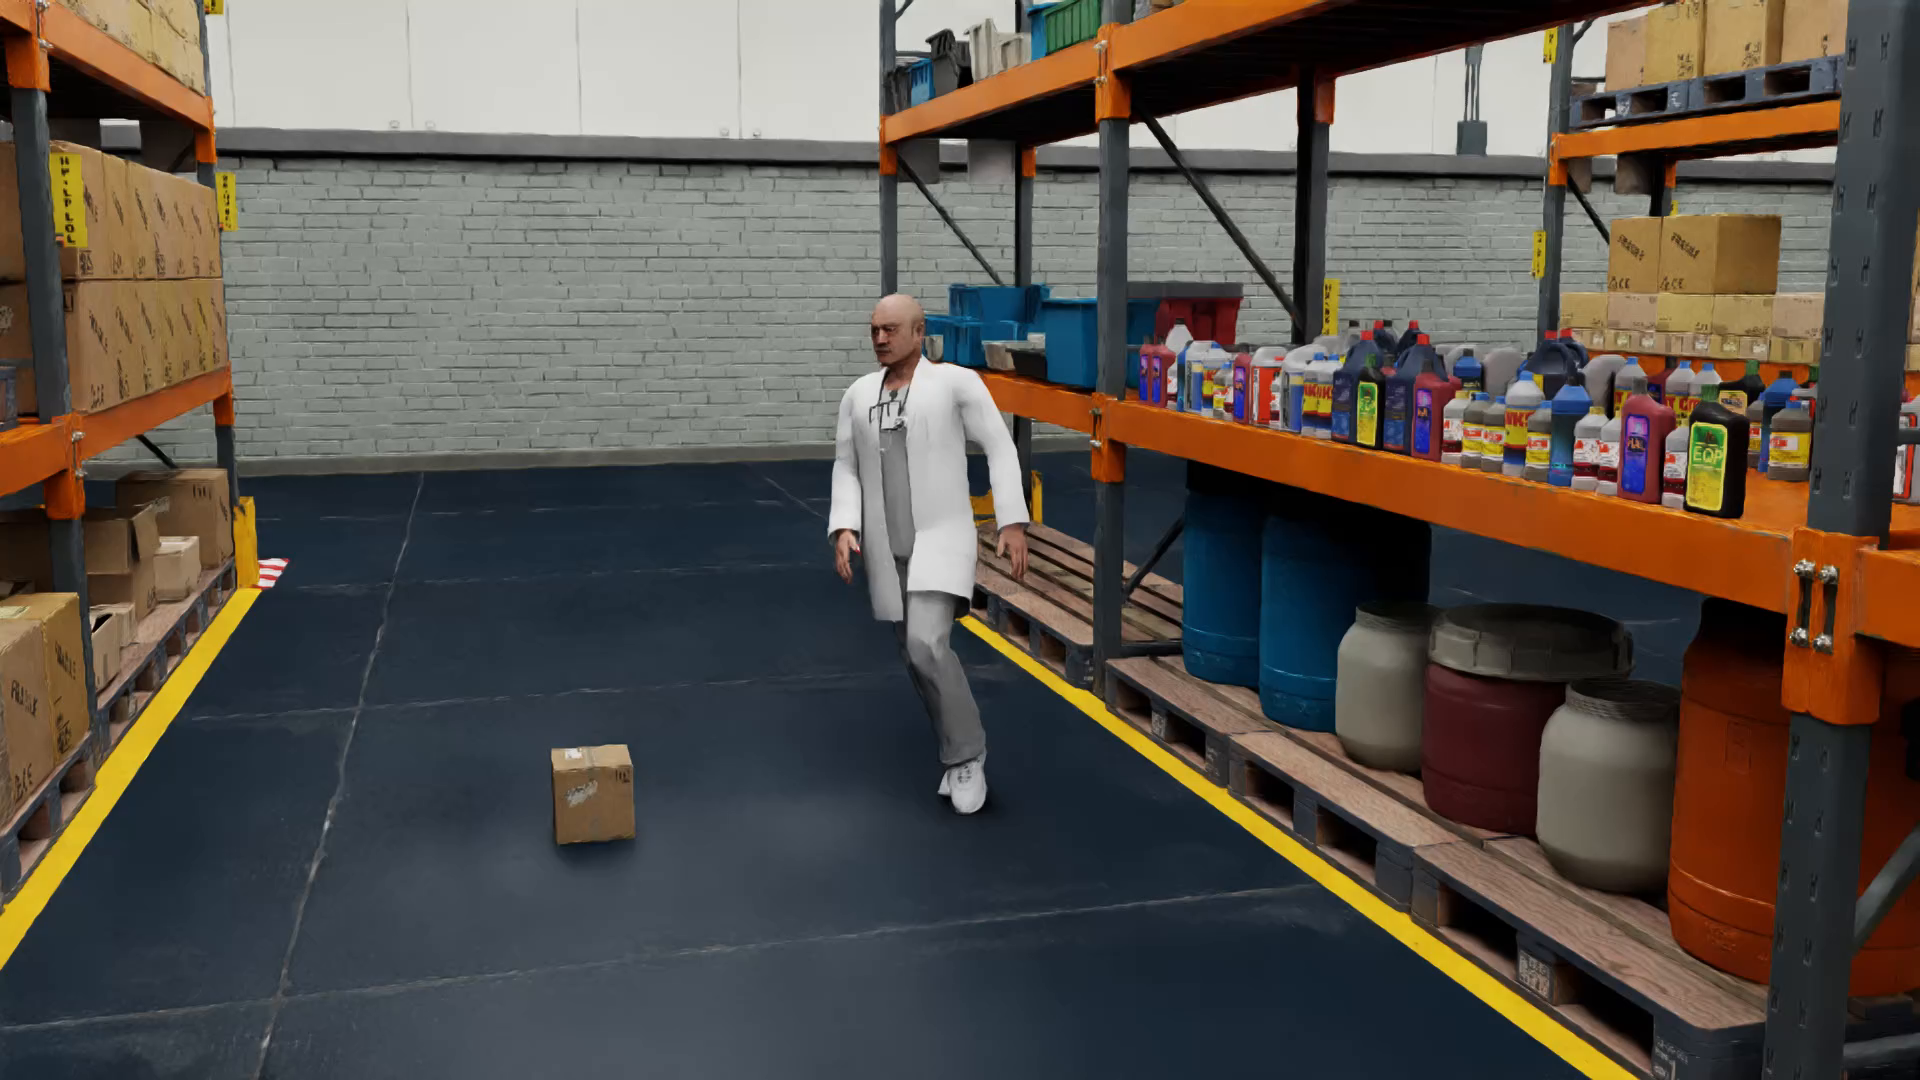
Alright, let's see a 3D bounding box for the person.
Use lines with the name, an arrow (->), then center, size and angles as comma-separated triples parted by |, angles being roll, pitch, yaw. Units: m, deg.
person -> -0.133, 0.031, 5.759 | 0.729, 1.749, 0.549 | 4, 10, 24
